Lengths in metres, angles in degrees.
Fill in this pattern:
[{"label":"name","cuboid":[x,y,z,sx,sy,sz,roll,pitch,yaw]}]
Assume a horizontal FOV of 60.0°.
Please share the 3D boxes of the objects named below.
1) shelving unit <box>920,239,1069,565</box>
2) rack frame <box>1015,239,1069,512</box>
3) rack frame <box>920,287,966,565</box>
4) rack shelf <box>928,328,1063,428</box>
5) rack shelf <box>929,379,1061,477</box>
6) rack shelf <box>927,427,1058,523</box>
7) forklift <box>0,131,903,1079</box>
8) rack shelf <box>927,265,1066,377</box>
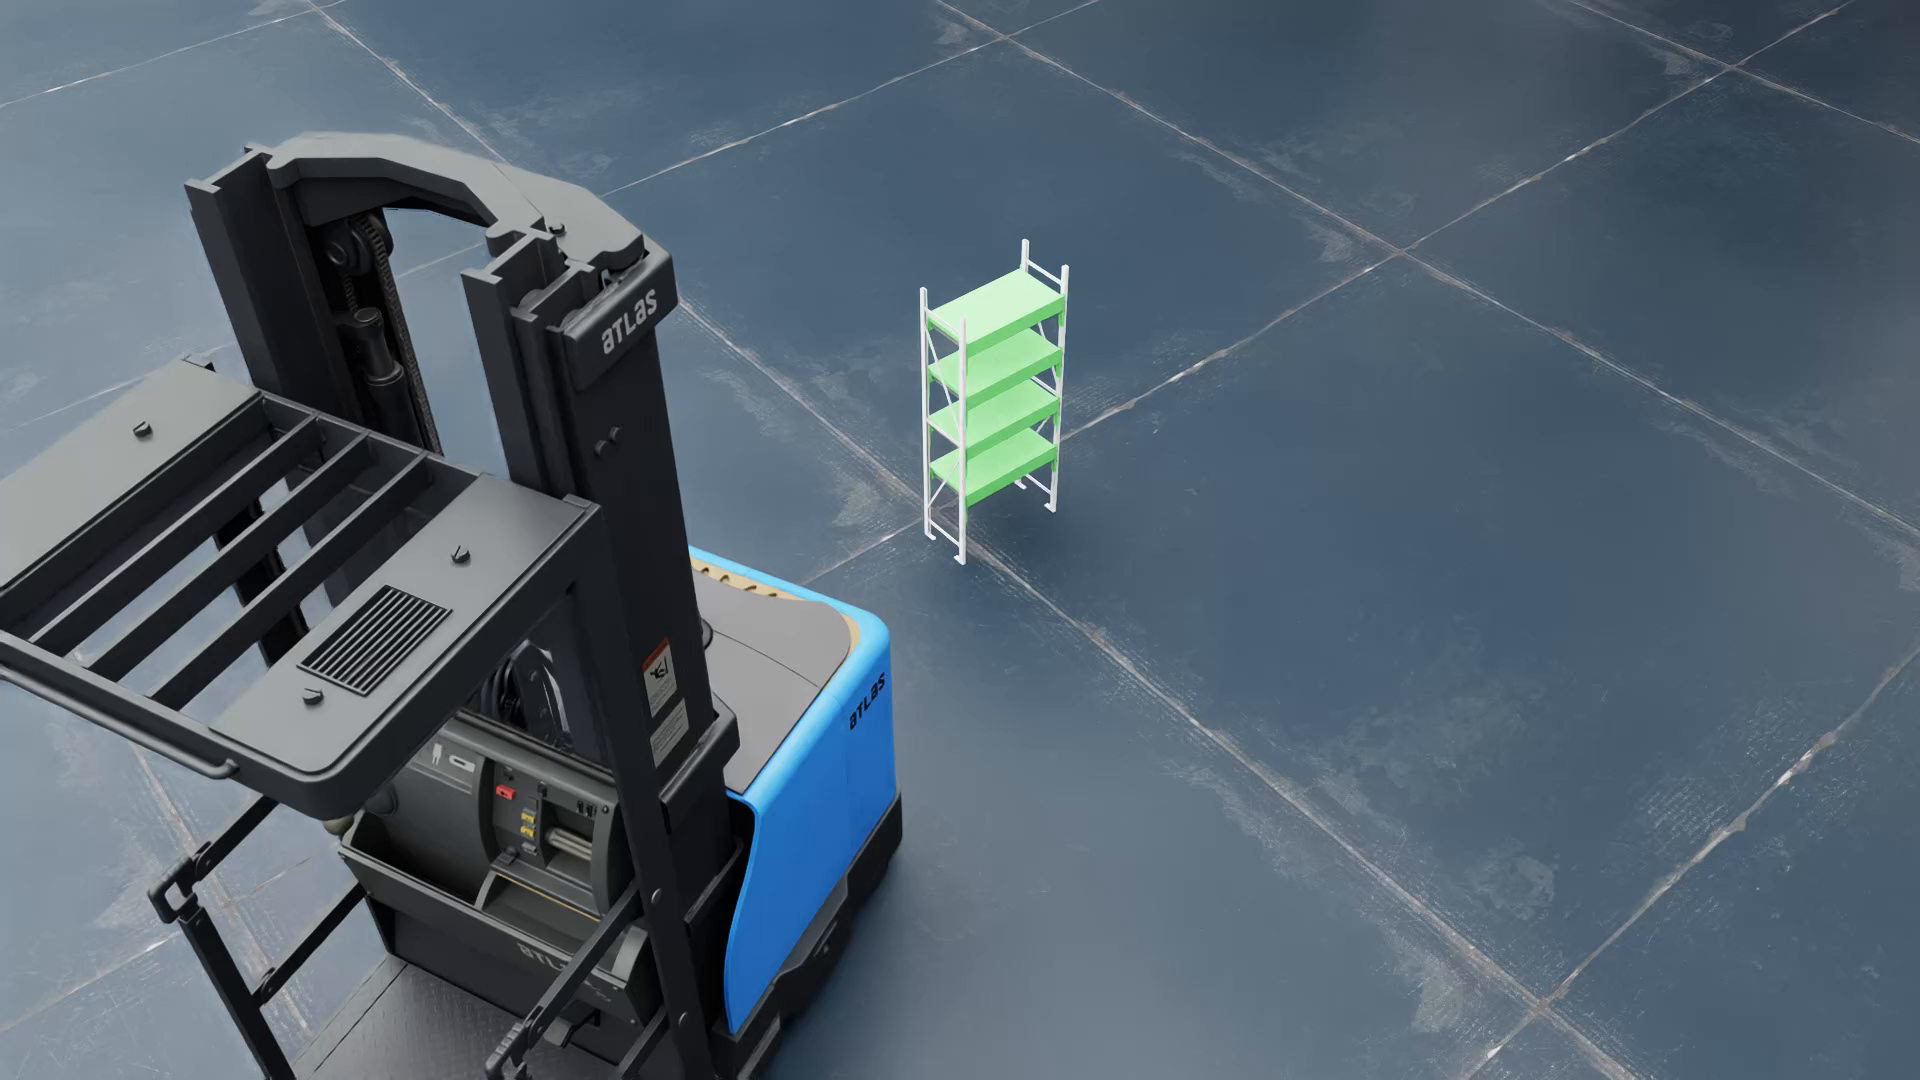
[{"label":"shelving unit","cuboid":[0.127,-0.510,6.417,0.503,1.200,0.258,-30,51,-28]},{"label":"rack frame","cuboid":[0.314,-0.617,6.531,0.015,1.200,0.240,-30,51,-28]},{"label":"rack frame","cuboid":[-0.060,-0.403,6.303,0.015,1.200,0.240,-30,51,-28]},{"label":"rack shelf","cuboid":[0.127,-0.638,6.296,0.480,0.148,0.258,-30,51,-28]},{"label":"rack shelf","cuboid":[0.127,-0.463,6.460,0.480,0.148,0.258,-30,51,-28]},{"label":"rack shelf","cuboid":[0.127,-0.289,6.625,0.480,0.148,0.258,-30,51,-28]},{"label":"forklift","cuboid":[-1.309,0.701,3.862,1.130,2.935,3.031,19,46,19]},{"label":"rack shelf","cuboid":[0.127,-0.813,6.132,0.480,0.148,0.258,-30,51,-28]}]
